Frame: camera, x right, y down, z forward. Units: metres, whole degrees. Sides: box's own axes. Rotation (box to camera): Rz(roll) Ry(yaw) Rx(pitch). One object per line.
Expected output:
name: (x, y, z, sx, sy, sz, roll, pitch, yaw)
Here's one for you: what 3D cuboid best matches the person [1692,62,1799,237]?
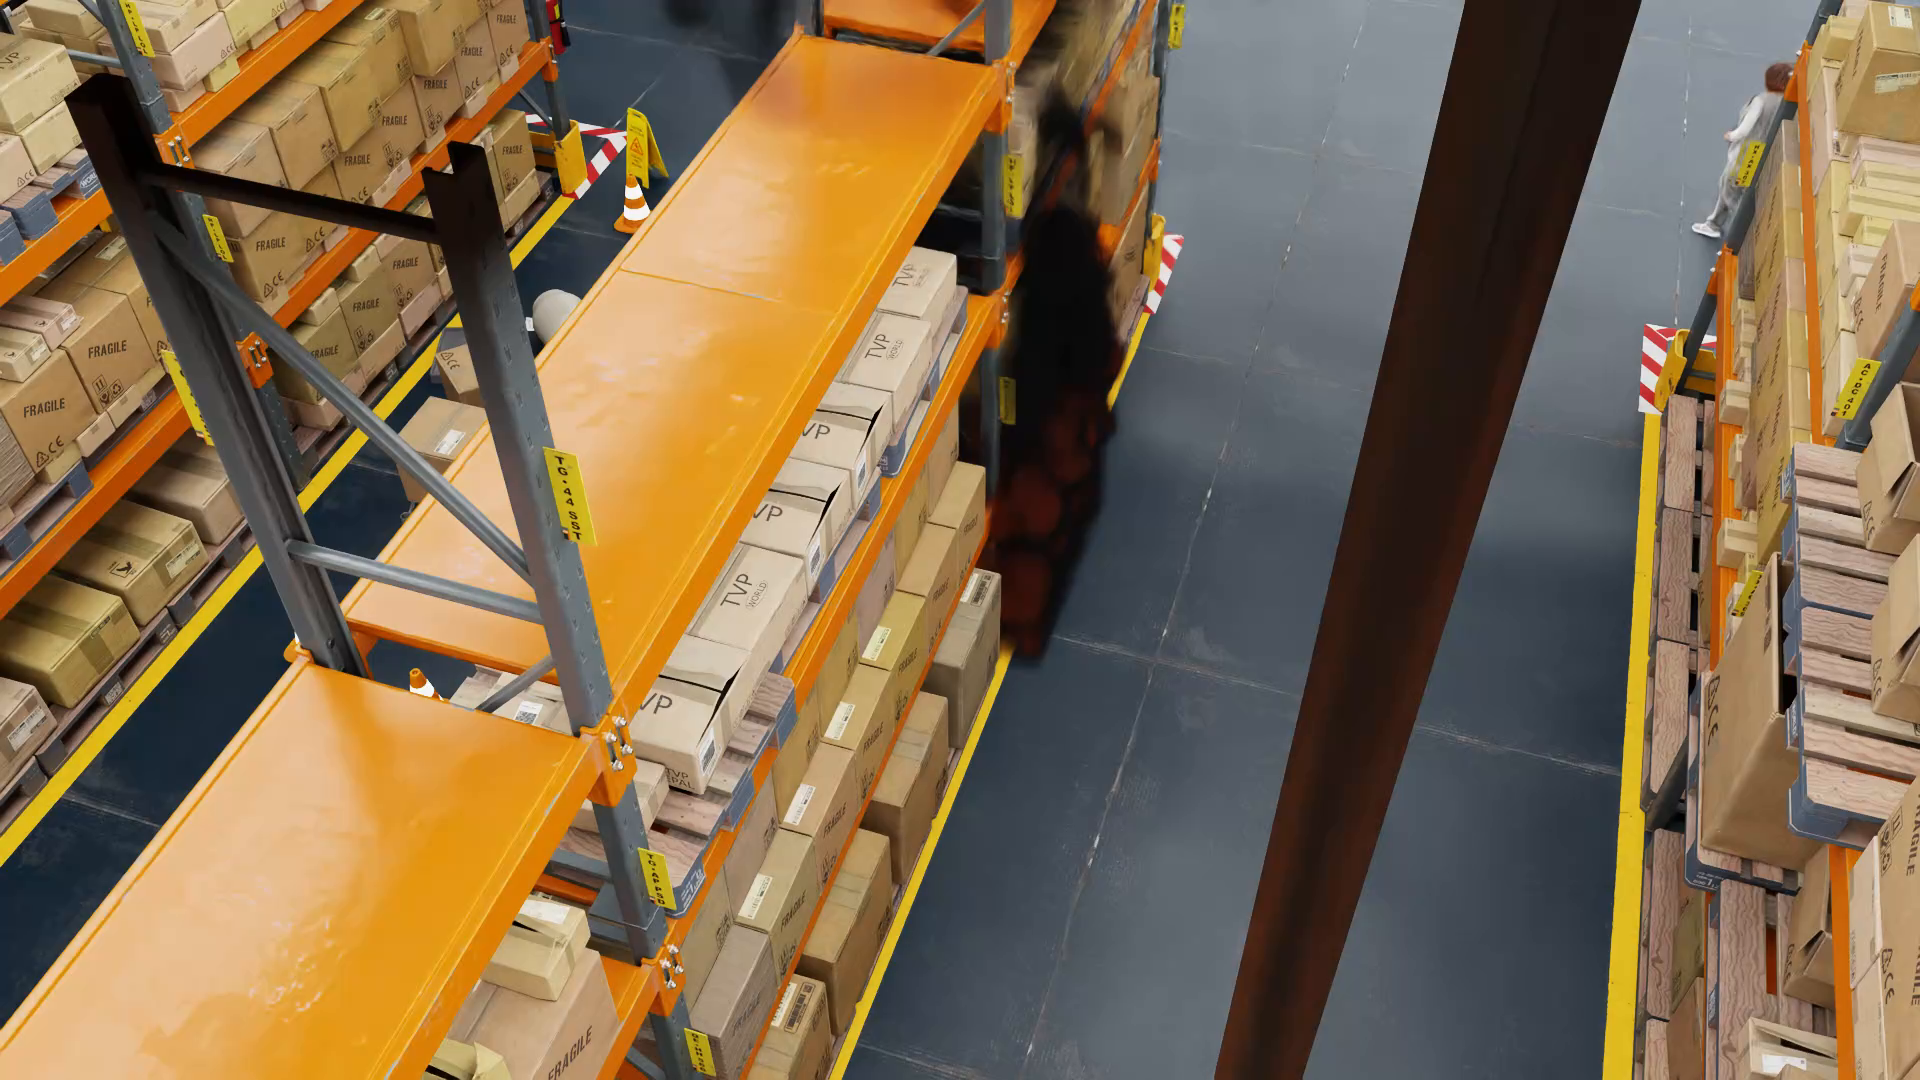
person: (6.155, -2.887, 12.861, 0.537, 1.596, 0.733, -16, 48, -15)
